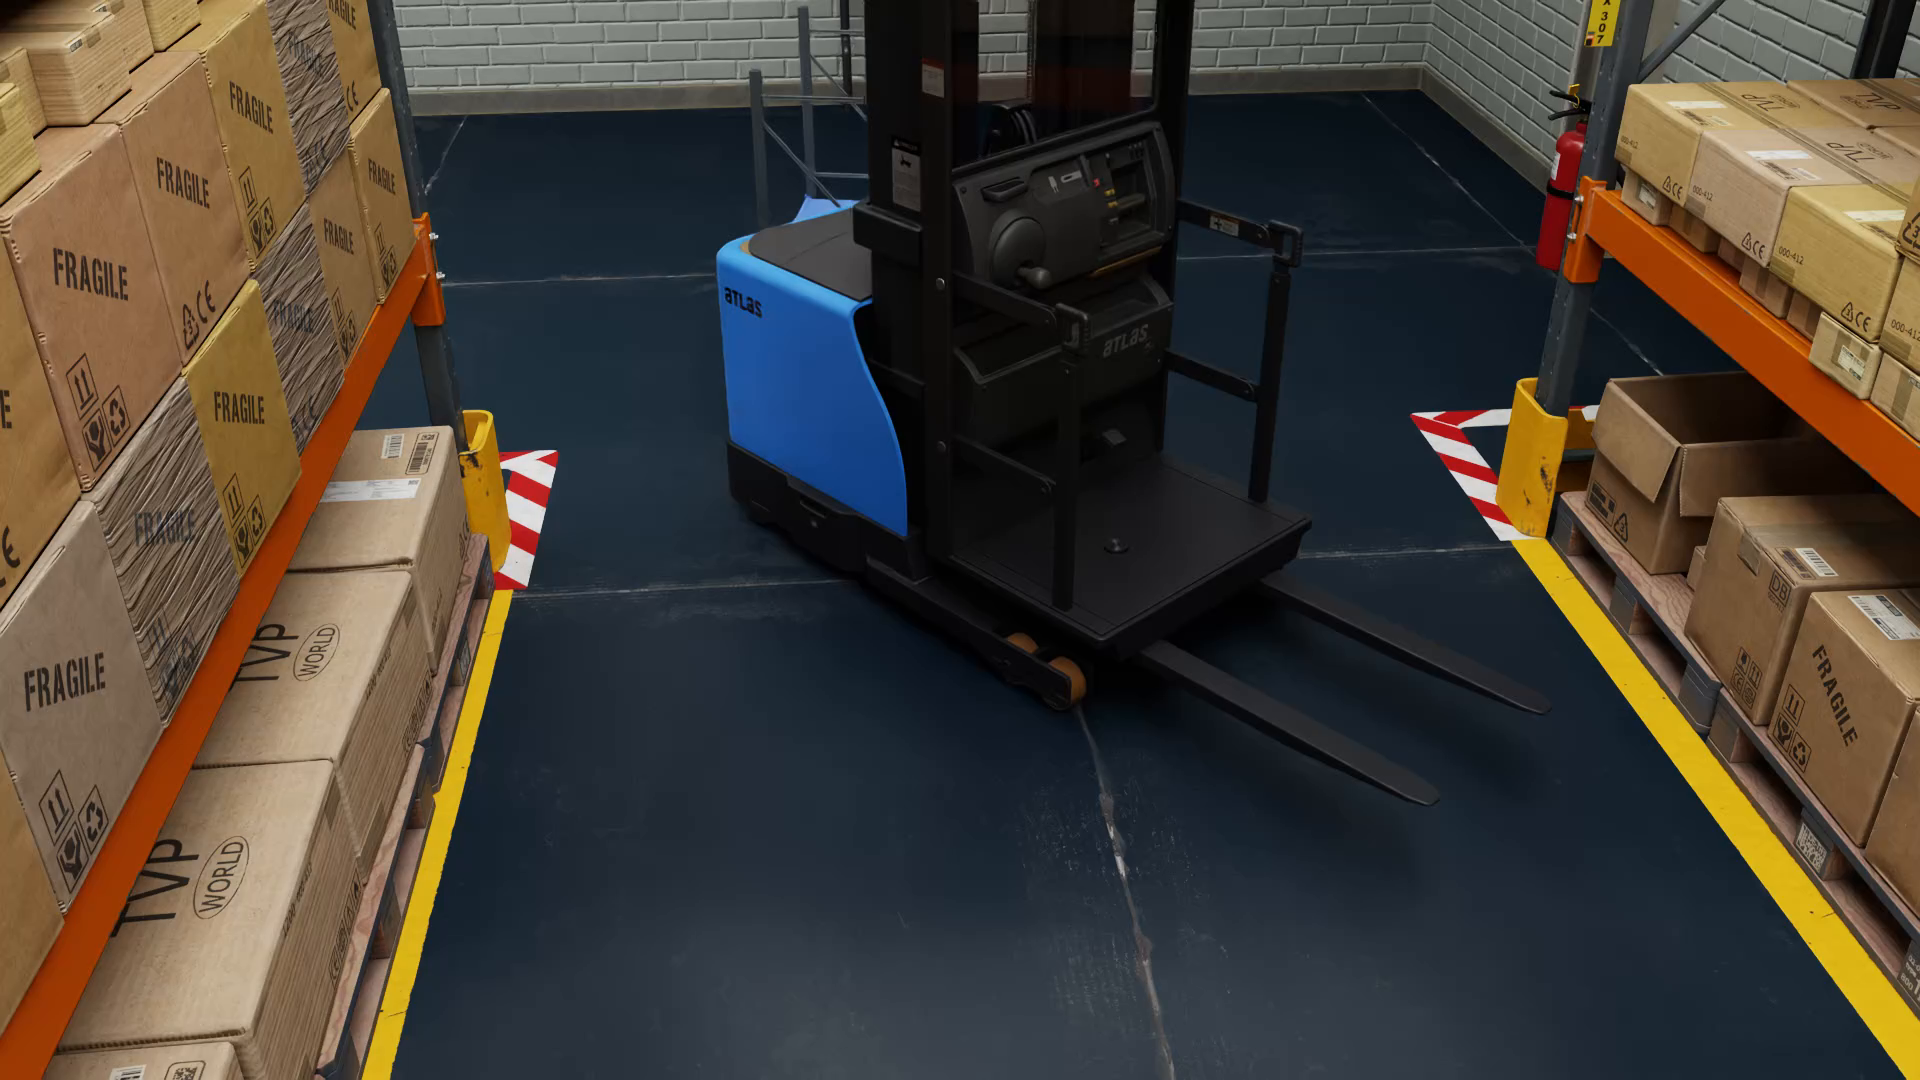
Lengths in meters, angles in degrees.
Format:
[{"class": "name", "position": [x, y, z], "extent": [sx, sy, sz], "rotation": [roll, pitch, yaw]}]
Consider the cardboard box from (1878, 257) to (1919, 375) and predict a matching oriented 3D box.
[{"class": "cardboard box", "position": [2.620, -0.490, 4.002], "extent": [0.500, 0.250, 0.500], "rotation": [-4, 31, -6]}]

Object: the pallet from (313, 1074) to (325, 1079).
[{"class": "pallet", "position": [-1.882, 1.639, 3.300], "extent": [1.003, 0.211, 1.213], "rotation": [-3, 31, -5]}]

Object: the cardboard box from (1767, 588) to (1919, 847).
[{"class": "cardboard box", "position": [2.633, 0.475, 4.558], "extent": [0.500, 0.500, 0.500], "rotation": [-2, 31, -4]}]

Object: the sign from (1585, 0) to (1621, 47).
[{"class": "sign", "position": [2.139, -1.793, 5.483], "extent": [0.100, 0.325, 0.005], "rotation": [-3, 31, -5]}]

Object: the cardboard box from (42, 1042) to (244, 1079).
[{"class": "cardboard box", "position": [-1.840, 1.428, 3.023], "extent": [0.875, 0.438, 0.875], "rotation": [-3, 31, -5]}]

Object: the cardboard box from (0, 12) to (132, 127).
[{"class": "cardboard box", "position": [-1.783, -0.869, 3.074], "extent": [0.380, 0.149, 0.250], "rotation": [-3, 31, -4]}]

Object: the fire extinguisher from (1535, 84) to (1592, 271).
[{"class": "fire extinguisher", "position": [2.205, -1.307, 5.953], "extent": [0.296, 0.674, 0.183], "rotation": [-3, 31, -5]}]

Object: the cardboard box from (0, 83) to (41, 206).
[{"class": "cardboard box", "position": [-1.724, -0.616, 2.650], "extent": [0.380, 0.149, 0.250], "rotation": [-4, 31, -6]}]

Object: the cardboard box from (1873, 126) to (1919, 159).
[{"class": "cardboard box", "position": [3.033, -1.026, 4.898], "extent": [0.500, 0.250, 0.500], "rotation": [-3, 31, -4]}]

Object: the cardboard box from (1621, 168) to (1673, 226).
[{"class": "cardboard box", "position": [2.437, -1.159, 5.510], "extent": [0.380, 0.149, 0.250], "rotation": [-3, 31, -5]}]

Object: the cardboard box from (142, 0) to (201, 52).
[{"class": "cardboard box", "position": [-1.856, -1.136, 3.522], "extent": [0.380, 0.149, 0.250], "rotation": [-2, 31, -3]}]

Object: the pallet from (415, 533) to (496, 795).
[{"class": "pallet", "position": [-2.110, 0.394, 5.385], "extent": [1.003, 0.211, 1.213], "rotation": [-3, 31, -5]}]

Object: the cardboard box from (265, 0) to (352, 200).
[{"class": "cardboard box", "position": [-1.902, -1.180, 4.228], "extent": [0.500, 0.500, 0.500], "rotation": [-3, 31, -4]}]

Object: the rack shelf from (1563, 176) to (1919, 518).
[{"class": "rack shelf", "position": [2.866, -0.118, 4.224], "extent": [1.077, 0.370, 4.000], "rotation": [-3, 31, -5]}]

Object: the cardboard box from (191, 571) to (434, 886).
[{"class": "cardboard box", "position": [-2.007, 0.511, 4.559], "extent": [0.875, 0.438, 0.875], "rotation": [-2, 31, -3]}]

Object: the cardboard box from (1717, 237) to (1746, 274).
[{"class": "cardboard box", "position": [2.566, -0.899, 5.075], "extent": [0.380, 0.149, 0.250], "rotation": [-3, 31, -5]}]

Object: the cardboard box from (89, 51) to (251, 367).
[{"class": "cardboard box", "position": [-1.814, -0.671, 3.375], "extent": [0.500, 0.500, 0.500], "rotation": [-3, 31, -5]}]

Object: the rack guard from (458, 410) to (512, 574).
[{"class": "rack guard", "position": [-2.265, -0.147, 6.009], "extent": [1.175, 0.500, 0.348], "rotation": [-3, 31, -5]}]

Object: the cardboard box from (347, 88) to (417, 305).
[{"class": "cardboard box", "position": [-1.954, -1.017, 4.931], "extent": [0.500, 0.500, 0.500], "rotation": [-3, 31, -4]}]

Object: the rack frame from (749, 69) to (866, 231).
[{"class": "rack frame", "position": [-0.551, -1.130, 6.679], "extent": [0.500, 1.500, 0.032], "rotation": [3, 31, 5]}]

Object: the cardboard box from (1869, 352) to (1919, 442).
[{"class": "cardboard box", "position": [2.553, -0.365, 4.182], "extent": [0.380, 0.149, 0.250], "rotation": [-2, 31, -3]}]

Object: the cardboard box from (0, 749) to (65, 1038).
[{"class": "cardboard box", "position": [-1.672, 0.539, 2.325], "extent": [0.500, 0.500, 0.500], "rotation": [-2, 31, -3]}]

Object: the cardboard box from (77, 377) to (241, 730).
[{"class": "cardboard box", "position": [-1.755, 0.028, 3.181], "extent": [0.500, 0.500, 0.500], "rotation": [-3, 31, -4]}]

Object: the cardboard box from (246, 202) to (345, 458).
[{"class": "cardboard box", "position": [-1.864, -0.498, 4.062], "extent": [0.500, 0.500, 0.500], "rotation": [-2, 31, -3]}]

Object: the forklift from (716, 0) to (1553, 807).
[{"class": "forklift", "position": [0.493, -1.013, 5.087], "extent": [1.130, 2.935, 3.031], "rotation": [-26, 40, -36]}]

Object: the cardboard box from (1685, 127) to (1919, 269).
[{"class": "cardboard box", "position": [2.501, -1.009, 4.871], "extent": [0.500, 0.250, 0.500], "rotation": [-2, 31, -4]}]

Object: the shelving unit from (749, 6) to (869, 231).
[{"class": "shelving unit", "position": [-0.501, -1.389, 7.113], "extent": [0.538, 1.500, 1.048], "rotation": [3, 31, 5]}]

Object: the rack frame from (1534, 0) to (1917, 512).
[{"class": "rack frame", "position": [2.679, -1.448, 5.749], "extent": [1.000, 3.000, 0.127], "rotation": [-3, 31, -5]}]

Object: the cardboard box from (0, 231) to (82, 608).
[{"class": "cardboard box", "position": [-1.733, -0.151, 2.505], "extent": [0.500, 0.500, 0.500], "rotation": [-3, 31, -5]}]

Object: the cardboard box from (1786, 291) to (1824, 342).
[{"class": "cardboard box", "position": [2.559, -0.631, 4.627], "extent": [0.380, 0.149, 0.250], "rotation": [-2, 31, -4]}]

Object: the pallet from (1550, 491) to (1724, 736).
[{"class": "pallet", "position": [2.762, 0.195, 5.718], "extent": [1.003, 0.211, 1.213], "rotation": [-3, 31, -5]}]

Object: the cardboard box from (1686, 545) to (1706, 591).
[{"class": "cardboard box", "position": [2.643, 0.131, 5.475], "extent": [0.380, 0.149, 0.250], "rotation": [-4, 31, -7]}]
